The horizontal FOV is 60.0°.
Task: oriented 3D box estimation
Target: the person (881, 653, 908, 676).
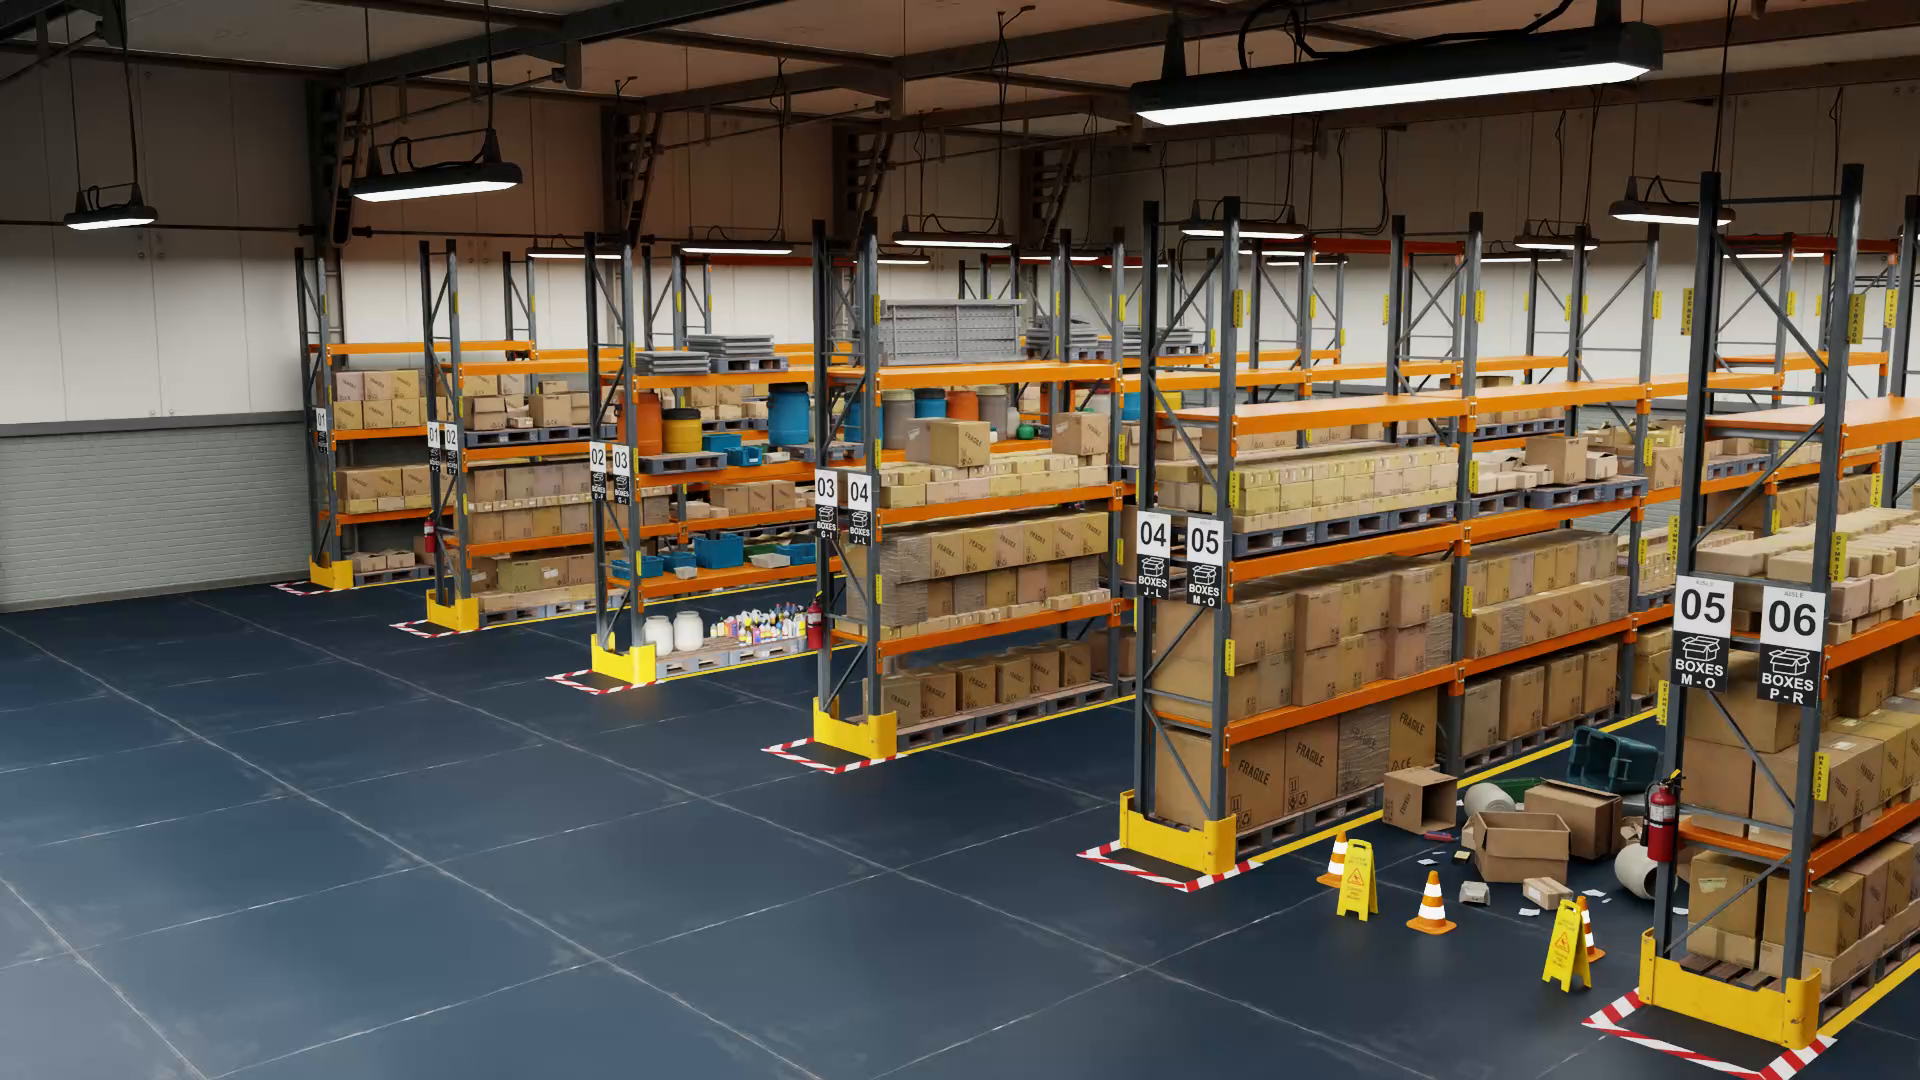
[{"bbox_3d":[-0.890,1.128,21.745,0.419,1.729,0.591,7,11,39],"label":"person"}]
